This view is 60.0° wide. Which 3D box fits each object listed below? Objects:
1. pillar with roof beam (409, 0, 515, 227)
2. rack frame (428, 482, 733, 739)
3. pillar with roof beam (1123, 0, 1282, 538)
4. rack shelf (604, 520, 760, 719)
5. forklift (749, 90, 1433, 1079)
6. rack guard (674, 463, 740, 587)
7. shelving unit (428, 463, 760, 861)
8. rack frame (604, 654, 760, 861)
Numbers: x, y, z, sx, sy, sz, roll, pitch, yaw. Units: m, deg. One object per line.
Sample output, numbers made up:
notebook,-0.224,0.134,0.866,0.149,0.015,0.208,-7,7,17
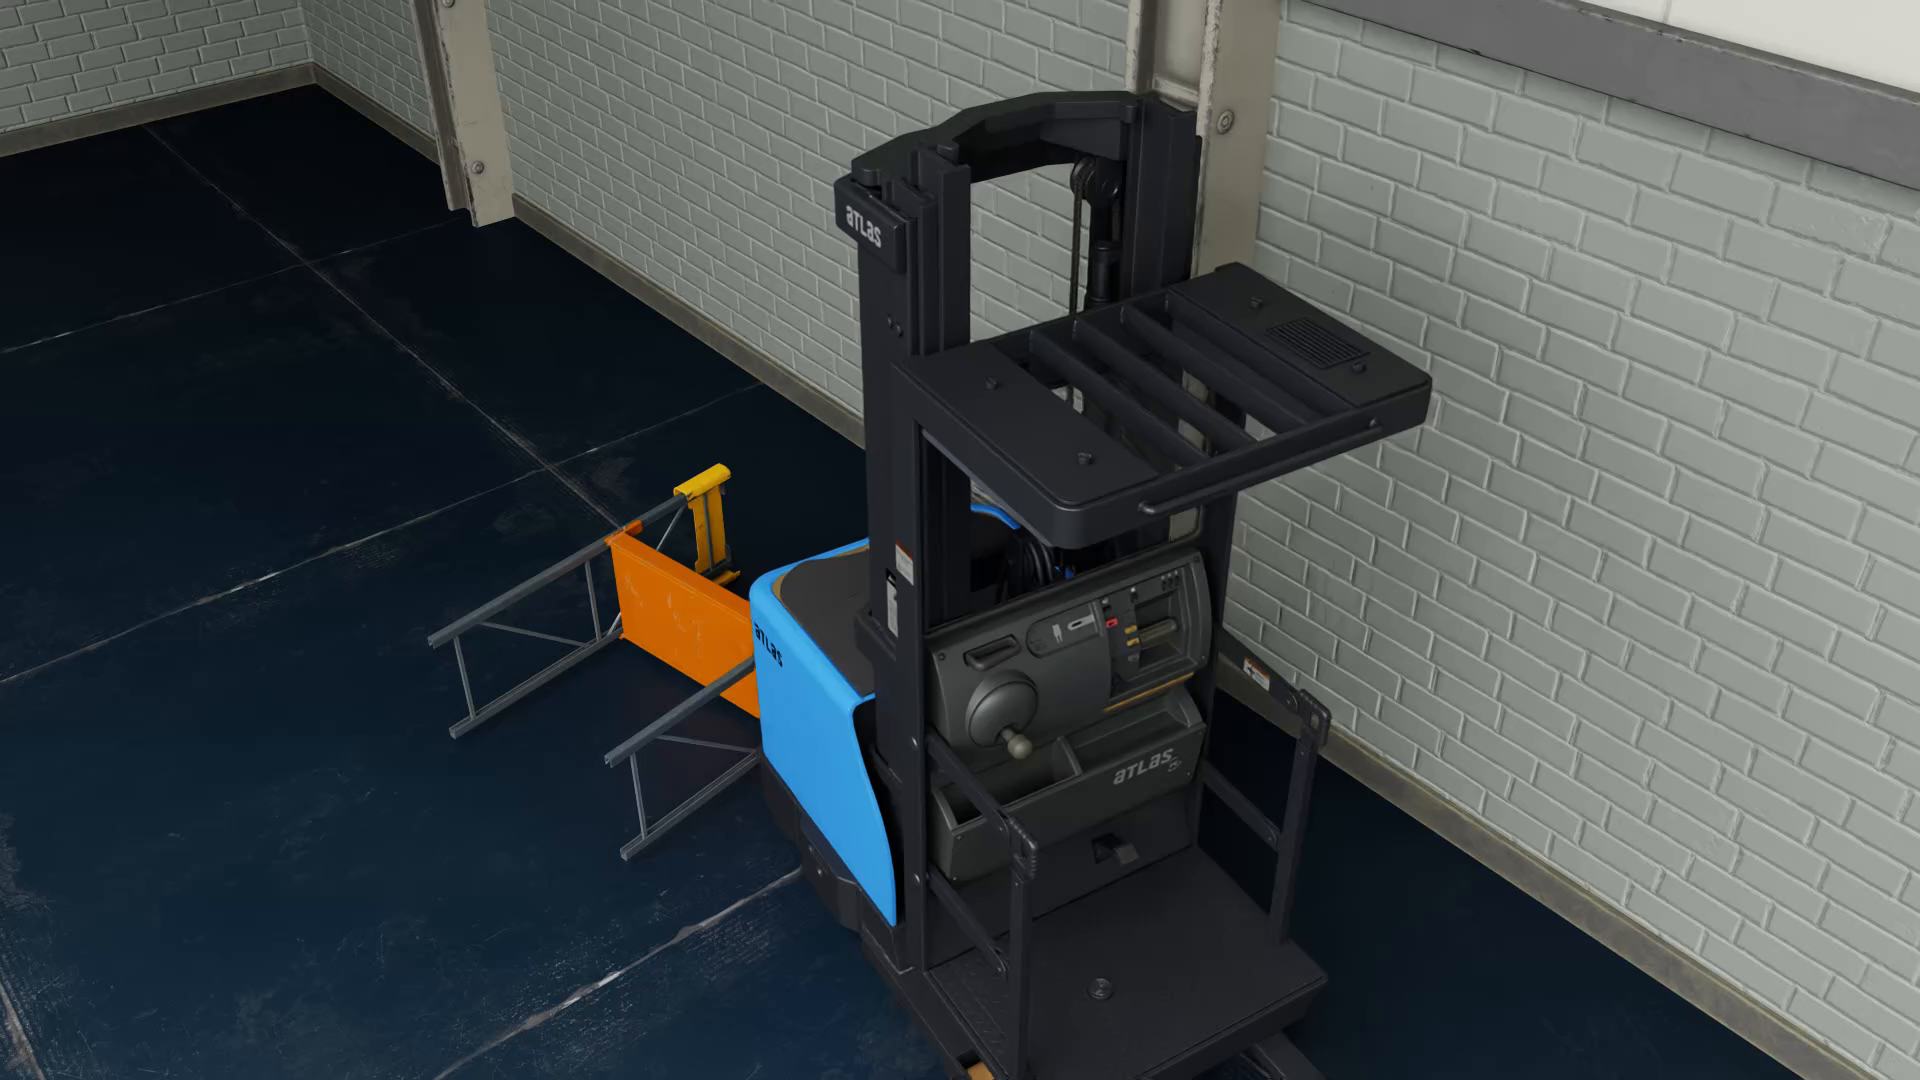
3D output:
pillar with roof beam,-6.368,-4.192,5.883,9.100,9.000,0.400,-26,43,-32
rack frame,-1.516,0.243,6.877,0.032,0.500,1.500,26,43,32
pillar with roof beam,-2.496,-1.543,2.143,9.100,9.000,0.400,-26,43,-32
rack shelf,-1.010,0.351,6.724,1.000,0.538,0.185,26,43,32
forklift,0.451,0.392,4.660,1.130,2.935,3.031,-19,40,-25
rack guard,-1.100,-0.027,7.258,0.087,0.587,0.250,26,43,32
shelving unit,-1.118,0.434,6.606,1.083,0.587,1.500,26,43,32
rack frame,-0.735,0.619,6.345,0.032,0.500,1.500,26,43,32
